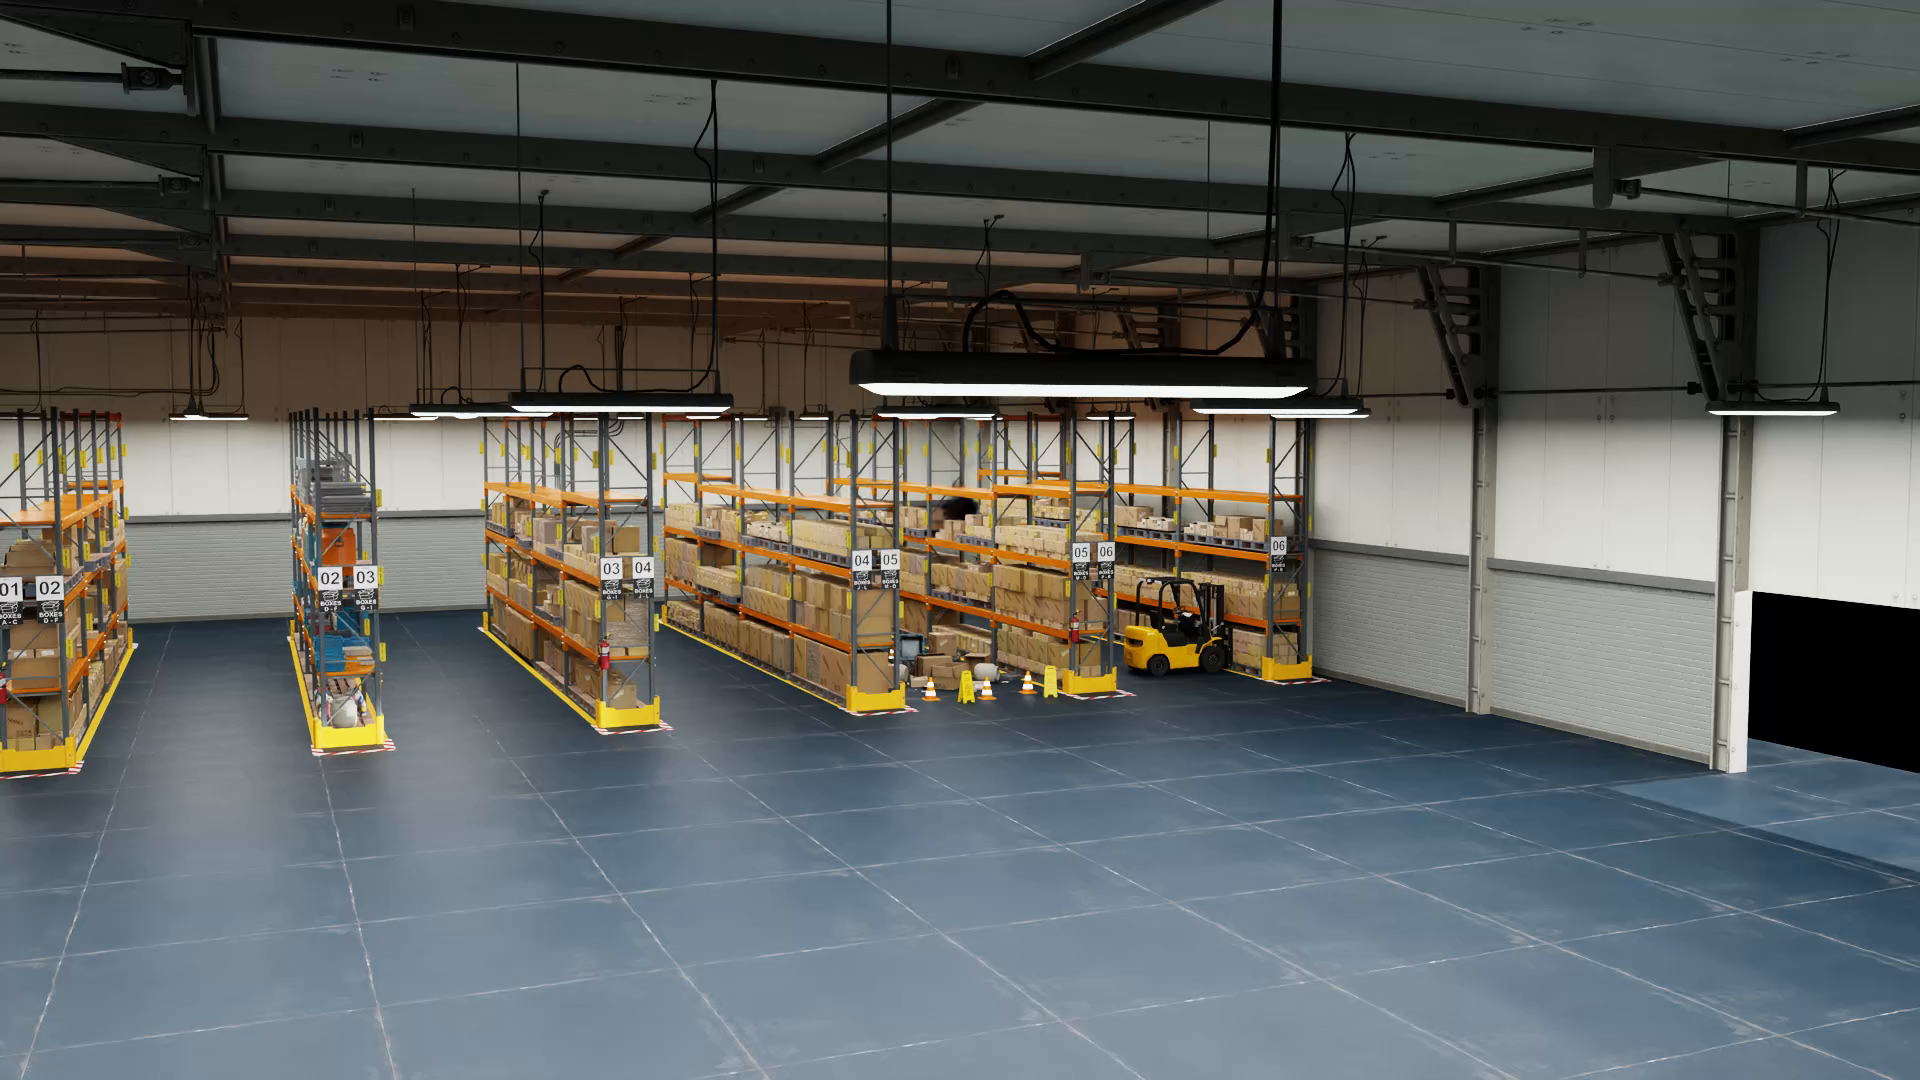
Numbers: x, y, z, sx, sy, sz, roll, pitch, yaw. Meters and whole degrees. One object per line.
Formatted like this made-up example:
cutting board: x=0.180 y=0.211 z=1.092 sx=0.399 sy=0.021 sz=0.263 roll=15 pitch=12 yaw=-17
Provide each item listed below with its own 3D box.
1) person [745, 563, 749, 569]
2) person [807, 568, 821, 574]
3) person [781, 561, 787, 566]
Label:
person: x=-6.228 y=1.509 z=48.358 sx=0.810 sy=1.691 sz=0.628 roll=4 pitch=5 yaw=43
person: x=-4.413 y=1.278 z=50.906 sx=0.694 sy=1.805 sz=0.675 roll=-1 pitch=4 yaw=-16
person: x=-5.355 y=1.359 z=50.638 sx=0.561 sy=1.660 sz=0.585 roll=-2 pitch=5 yaw=-32
